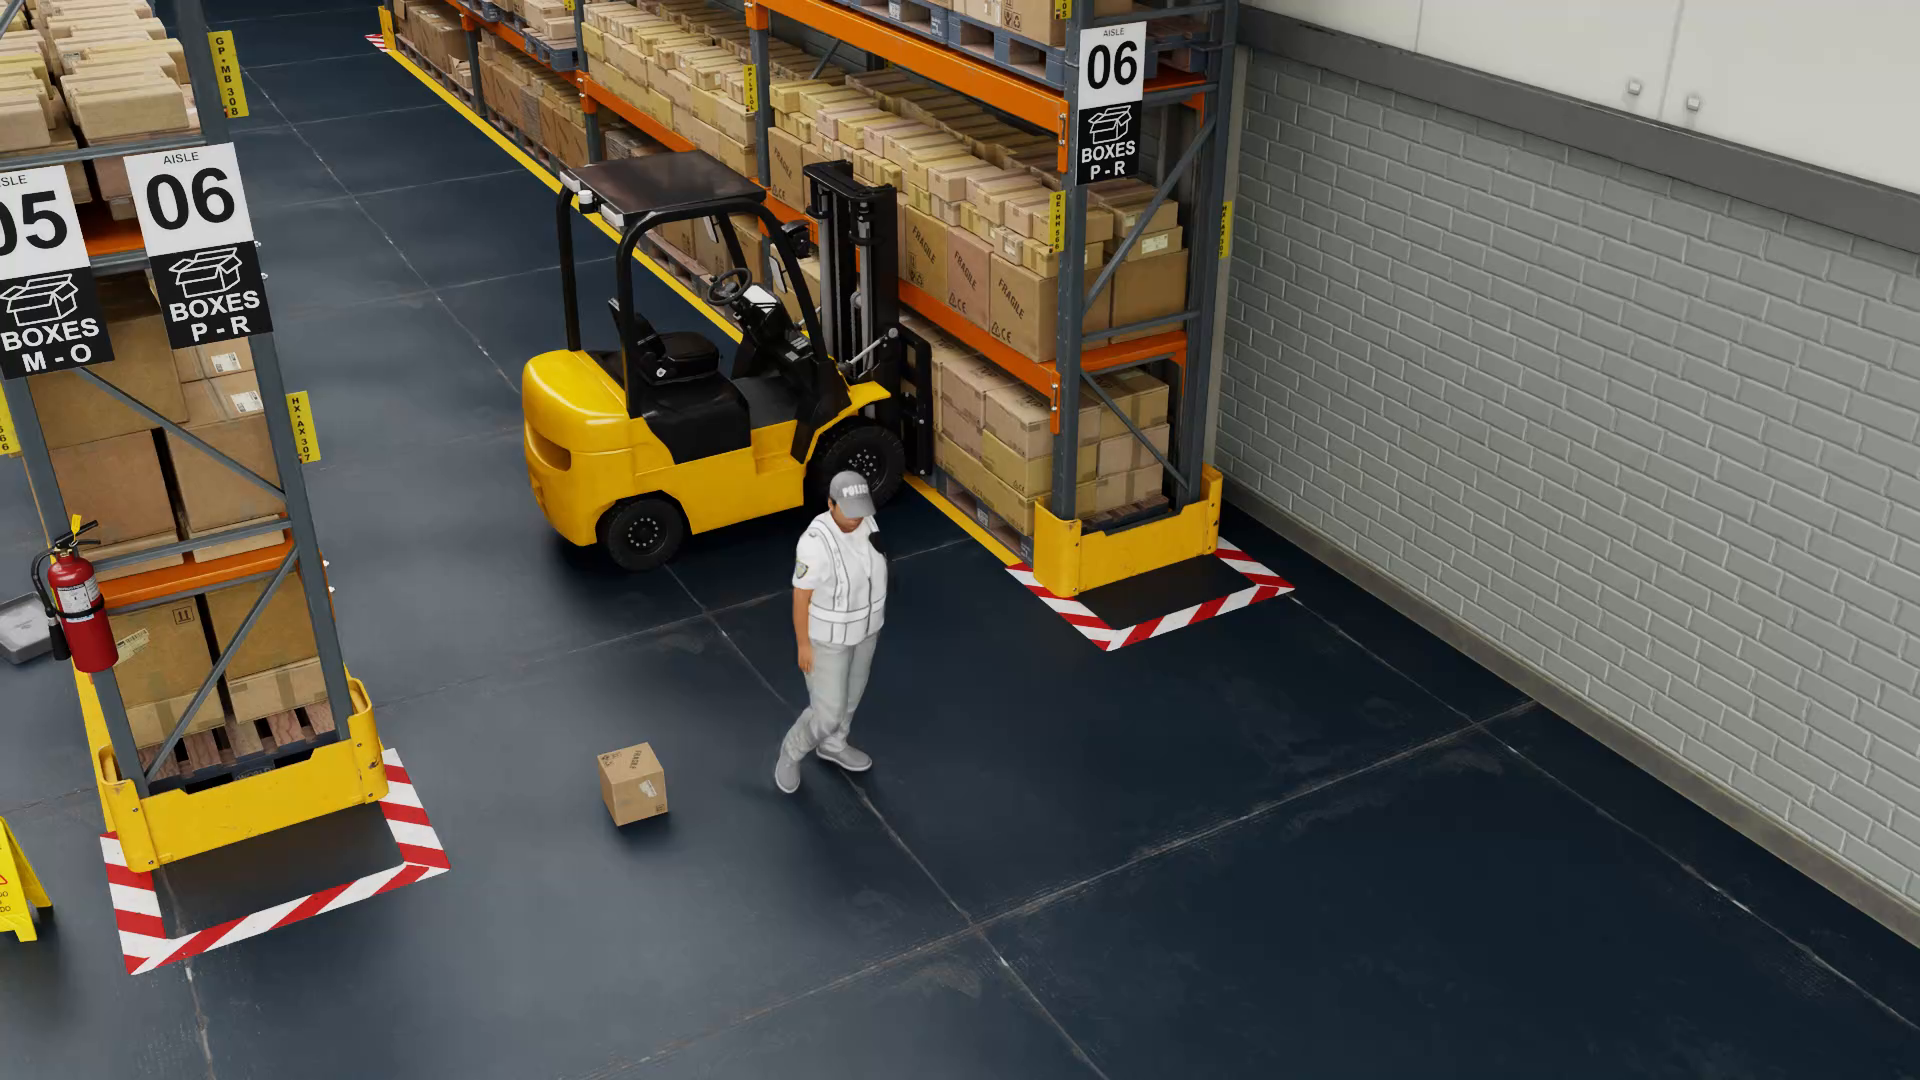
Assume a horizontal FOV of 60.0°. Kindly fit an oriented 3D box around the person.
[{"bbox_3d":[-0.589,0.487,7.797,0.435,1.354,0.487,21,36,33],"label":"person"}]
